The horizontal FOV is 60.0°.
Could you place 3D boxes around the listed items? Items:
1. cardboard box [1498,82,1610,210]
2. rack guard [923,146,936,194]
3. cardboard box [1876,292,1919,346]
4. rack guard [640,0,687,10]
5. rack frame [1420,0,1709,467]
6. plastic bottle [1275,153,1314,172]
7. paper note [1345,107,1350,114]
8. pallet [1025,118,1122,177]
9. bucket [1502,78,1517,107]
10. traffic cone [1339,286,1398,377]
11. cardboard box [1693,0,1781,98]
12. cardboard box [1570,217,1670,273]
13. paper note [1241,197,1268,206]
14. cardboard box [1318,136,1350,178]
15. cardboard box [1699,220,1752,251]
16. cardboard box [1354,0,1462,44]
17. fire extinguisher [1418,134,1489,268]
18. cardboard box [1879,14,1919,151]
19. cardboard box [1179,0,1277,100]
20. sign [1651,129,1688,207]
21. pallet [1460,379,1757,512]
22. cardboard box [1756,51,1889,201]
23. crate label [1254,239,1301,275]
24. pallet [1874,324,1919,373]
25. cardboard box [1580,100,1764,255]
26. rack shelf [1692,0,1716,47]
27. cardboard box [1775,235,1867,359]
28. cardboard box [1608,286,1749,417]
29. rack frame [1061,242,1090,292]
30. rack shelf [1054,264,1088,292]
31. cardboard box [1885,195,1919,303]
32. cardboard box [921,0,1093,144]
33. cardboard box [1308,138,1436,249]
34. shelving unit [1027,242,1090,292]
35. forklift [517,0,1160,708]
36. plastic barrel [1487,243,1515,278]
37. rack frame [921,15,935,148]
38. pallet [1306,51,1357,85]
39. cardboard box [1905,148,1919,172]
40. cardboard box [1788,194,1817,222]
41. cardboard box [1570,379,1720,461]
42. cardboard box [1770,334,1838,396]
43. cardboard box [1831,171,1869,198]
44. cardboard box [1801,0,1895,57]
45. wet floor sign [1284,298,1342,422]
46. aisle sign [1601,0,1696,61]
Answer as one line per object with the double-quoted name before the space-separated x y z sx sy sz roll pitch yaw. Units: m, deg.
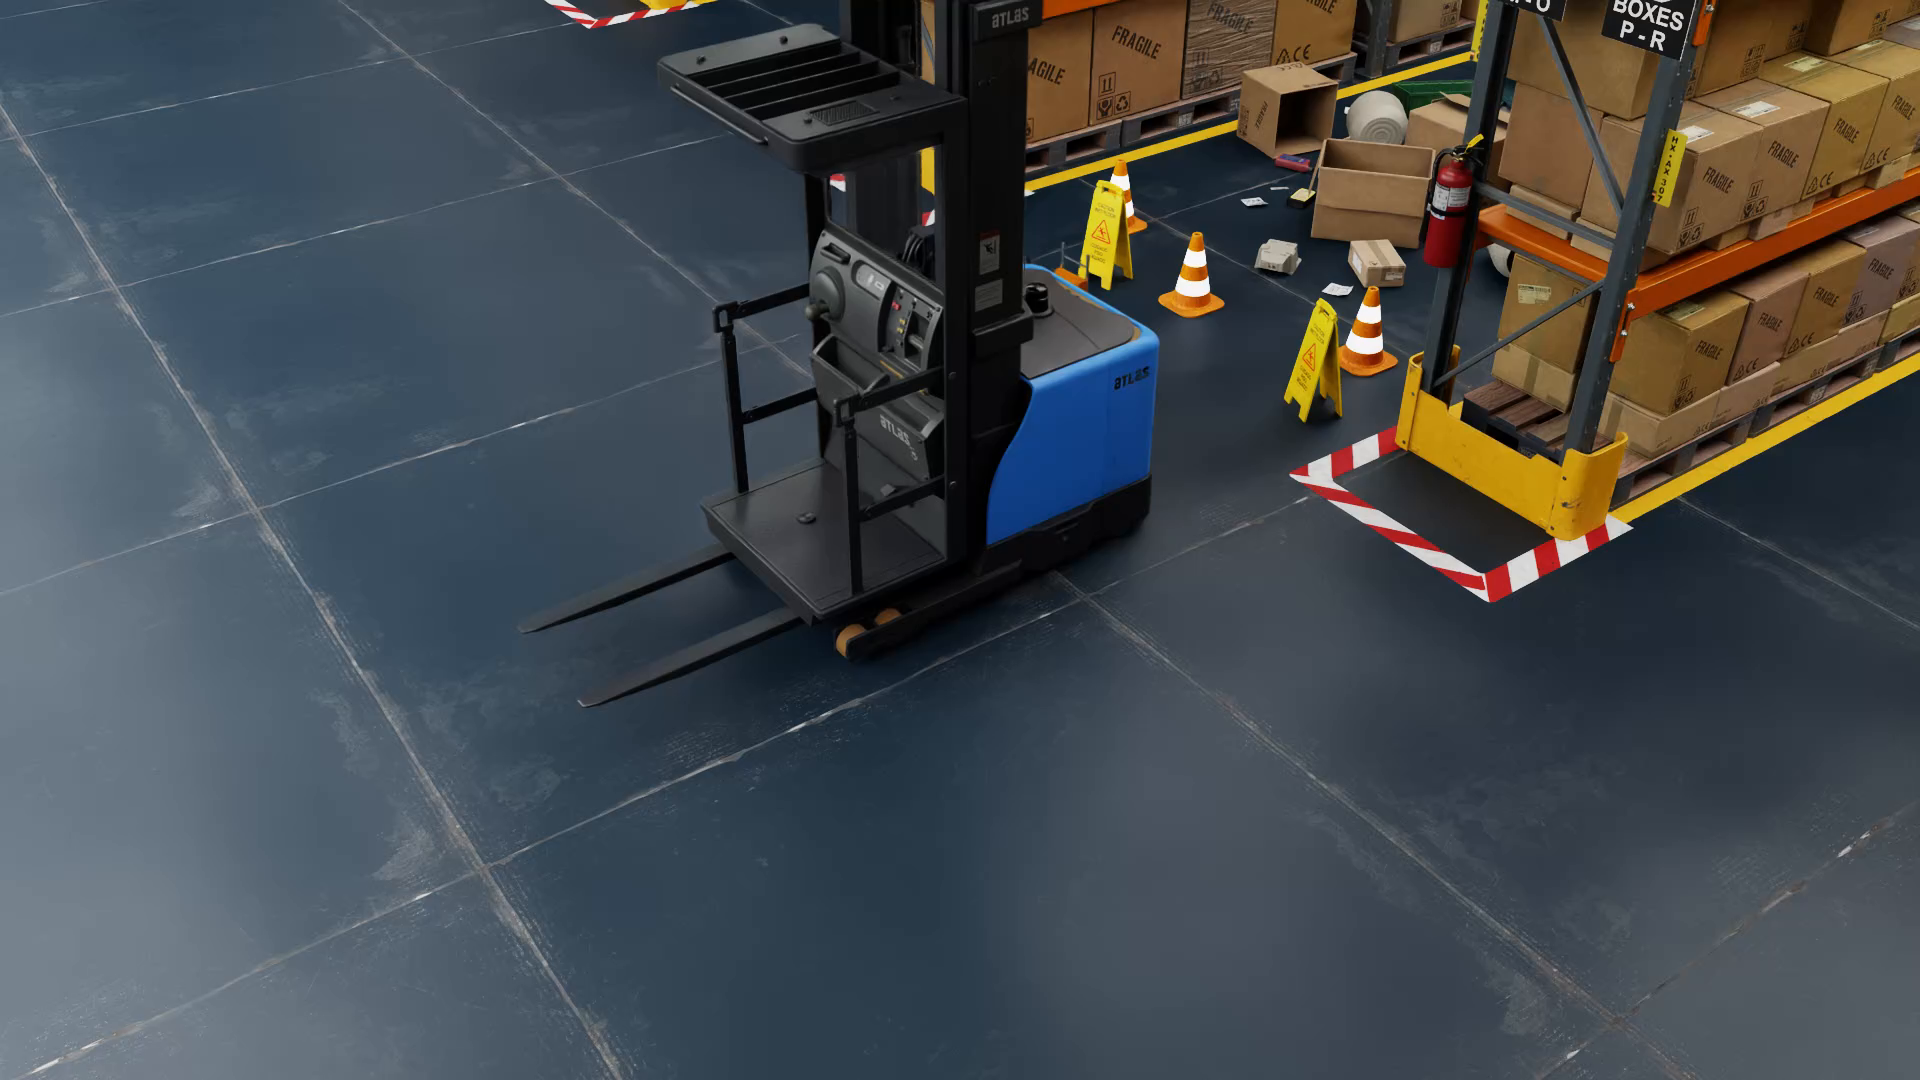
"cardboard box" 3.025 -1.984 8.100 0.500 0.500 0.500 -23 42 -29
"rack guard" -0.214 -2.815 11.735 0.348 0.500 1.175 -22 41 -28
"cardboard box" 5.252 -1.398 9.619 0.500 0.250 0.500 -24 42 -29
"rack guard" -2.907 -5.249 15.121 0.348 0.500 1.175 -22 41 -28
"rack frame" 2.740 -1.509 7.779 0.127 3.000 1.000 -22 41 -28
"plastic bottle" 2.424 -2.705 11.959 0.283 0.061 0.133 22 41 28
"paper note" 3.047 -3.319 12.839 0.147 0.020 0.142 9 37 12
"pallet" 0.414 -3.012 12.257 1.213 0.211 1.003 -22 41 -28
"bucket" 4.292 -3.325 11.806 0.620 0.611 0.726 -1 34 -18
"traffic cone" 2.348 -1.239 9.577 0.334 0.463 0.336 -22 41 -28
"cardboard box" 3.450 -2.519 7.987 0.500 0.500 0.700 -22 41 -27
"cardboard box" 3.137 -1.422 7.874 0.250 0.149 0.380 -22 41 -28
"paper note" 2.032 -2.335 11.471 0.142 0.017 0.144 -9 37 -12
"cardboard box" 2.731 -2.616 11.660 0.258 0.266 0.396 -15 38 -20
"cardboard box" 3.599 -1.565 8.072 0.250 0.149 0.380 -24 42 -29
"cardboard box" 3.531 -4.692 13.772 0.750 0.750 1.050 -23 41 -28
"fire extinguisher" 2.381 -1.659 8.054 0.183 0.674 0.296 -22 41 -28
"cardboard box" 4.951 -2.395 8.670 0.500 0.500 0.500 -21 41 -27
"cardboard box" 1.786 -4.008 12.713 0.875 0.875 0.875 -22 41 -28
"sign" 3.053 -1.602 7.166 0.005 0.325 0.100 -22 41 -28
"pallet" 3.487 -0.659 8.985 1.213 0.211 1.003 -22 41 -28
"cardboard box" 4.124 -2.045 8.184 0.500 0.500 0.500 -23 42 -29
"crate label" 2.038 -1.817 10.658 0.250 0.136 0.298 15 38 20
"pallet" 5.481 -1.480 10.126 1.213 0.211 1.003 -22 41 -28
"cardboard box" 3.287 -1.697 7.701 0.500 0.500 0.500 -23 42 -29
"rack shelf" 4.375 -3.107 8.049 4.000 0.370 1.077 -22 41 -28
"cardboard box" 4.417 -1.358 8.922 0.500 0.500 0.500 -22 41 -27
"cardboard box" 3.578 -1.015 8.446 0.500 0.500 0.500 -24 42 -29
"rack frame" 0.594 -1.069 8.837 0.008 1.050 0.200 -26 43 -31
"rack shelf" 0.500 -1.245 8.614 0.240 0.259 0.215 -26 43 -31
"cardboard box" 5.266 -1.714 9.417 0.500 0.500 0.500 -22 41 -27
"cardboard box" 0.322 -3.405 11.875 0.875 0.875 0.875 -22 41 -28
"cardboard box" 2.717 -2.295 11.009 0.797 0.503 0.637 9 37 12
"shelving unit" 0.500 -1.023 8.774 0.252 1.050 0.215 -26 43 -31
"forklift" -0.539 -0.994 7.122 3.031 2.935 1.130 -23 42 -29
"plastic barrel" 3.556 -1.880 10.502 0.421 0.421 0.512 3 36 4
"rack frame" -0.194 -3.837 11.017 0.127 3.000 1.000 -22 41 -28
"pallet" 2.409 -3.832 13.398 1.213 0.211 1.003 -22 41 -28
"cardboard box" 4.868 -2.084 8.793 0.250 0.149 0.380 -23 42 -29
"cardboard box" 4.025 -1.731 8.303 0.250 0.149 0.380 -21 41 -27
"cardboard box" 3.559 -0.703 8.653 0.500 0.250 0.500 -23 42 -28
"cardboard box" 4.419 -1.060 9.150 0.500 0.250 0.500 -20 40 -25
"cardboard box" 4.439 -1.923 8.570 0.250 0.149 0.380 -24 42 -29
"cardboard box" 4.295 -2.841 8.435 0.500 0.500 0.700 -23 41 -28
"wet floor sign" 1.968 -1.000 9.088 0.232 0.644 0.267 -9 37 -12
"aisle sign" 2.868 -2.396 6.785 0.004 0.787 0.394 -22 41 -28
